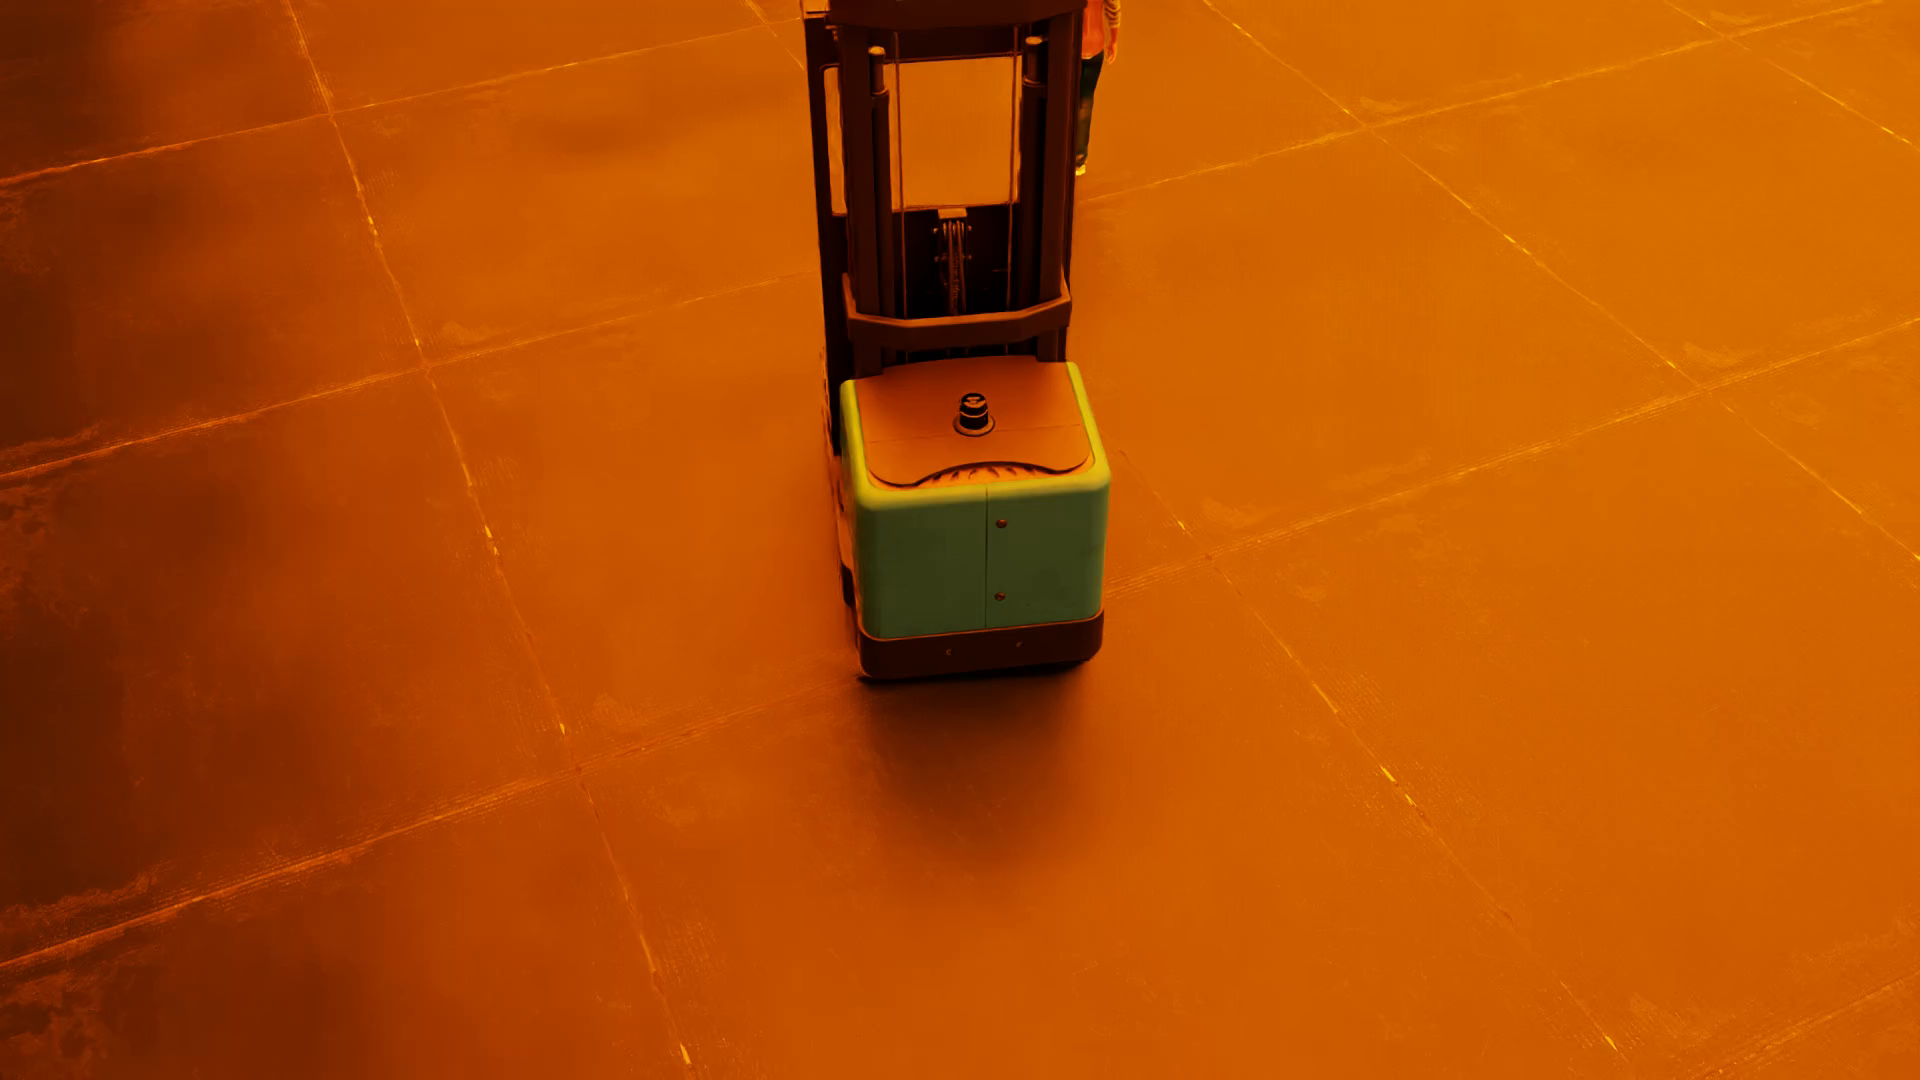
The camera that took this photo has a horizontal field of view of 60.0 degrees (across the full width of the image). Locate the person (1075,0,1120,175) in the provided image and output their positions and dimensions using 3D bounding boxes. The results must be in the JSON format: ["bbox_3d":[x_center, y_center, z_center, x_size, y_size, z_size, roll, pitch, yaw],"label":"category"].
[{"bbox_3d":[0.669,-2.937,9.825,0.519,1.584,0.445,0,43,0],"label":"person"}]

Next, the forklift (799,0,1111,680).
[{"bbox_3d":[-0.097,-1.487,7.273,1.130,2.935,3.031,-5,43,-6],"label":"forklift"}]
